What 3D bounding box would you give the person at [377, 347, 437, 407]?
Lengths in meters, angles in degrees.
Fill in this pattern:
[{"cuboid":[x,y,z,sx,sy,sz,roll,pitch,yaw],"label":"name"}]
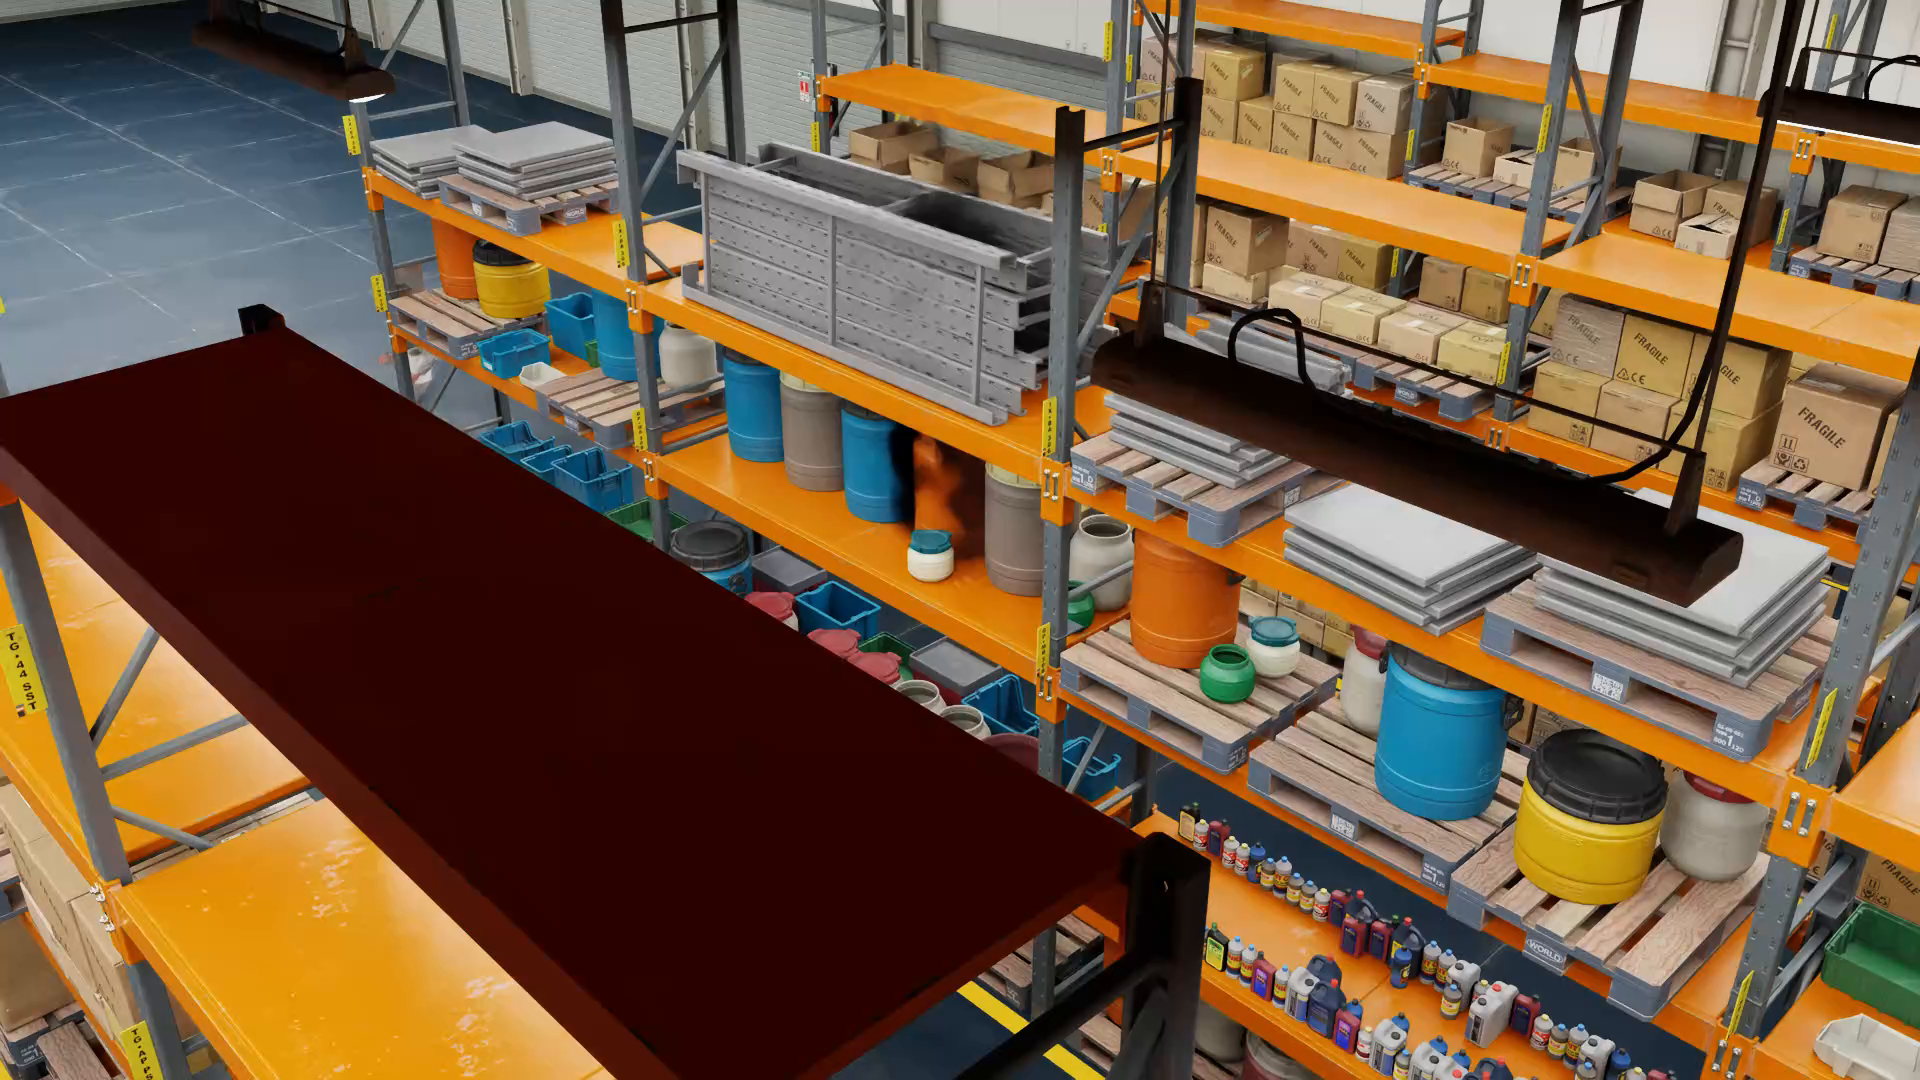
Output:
[{"cuboid":[-6.072,-1.787,18.337,0.590,1.727,0.648,-12,30,-21],"label":"person"}]
